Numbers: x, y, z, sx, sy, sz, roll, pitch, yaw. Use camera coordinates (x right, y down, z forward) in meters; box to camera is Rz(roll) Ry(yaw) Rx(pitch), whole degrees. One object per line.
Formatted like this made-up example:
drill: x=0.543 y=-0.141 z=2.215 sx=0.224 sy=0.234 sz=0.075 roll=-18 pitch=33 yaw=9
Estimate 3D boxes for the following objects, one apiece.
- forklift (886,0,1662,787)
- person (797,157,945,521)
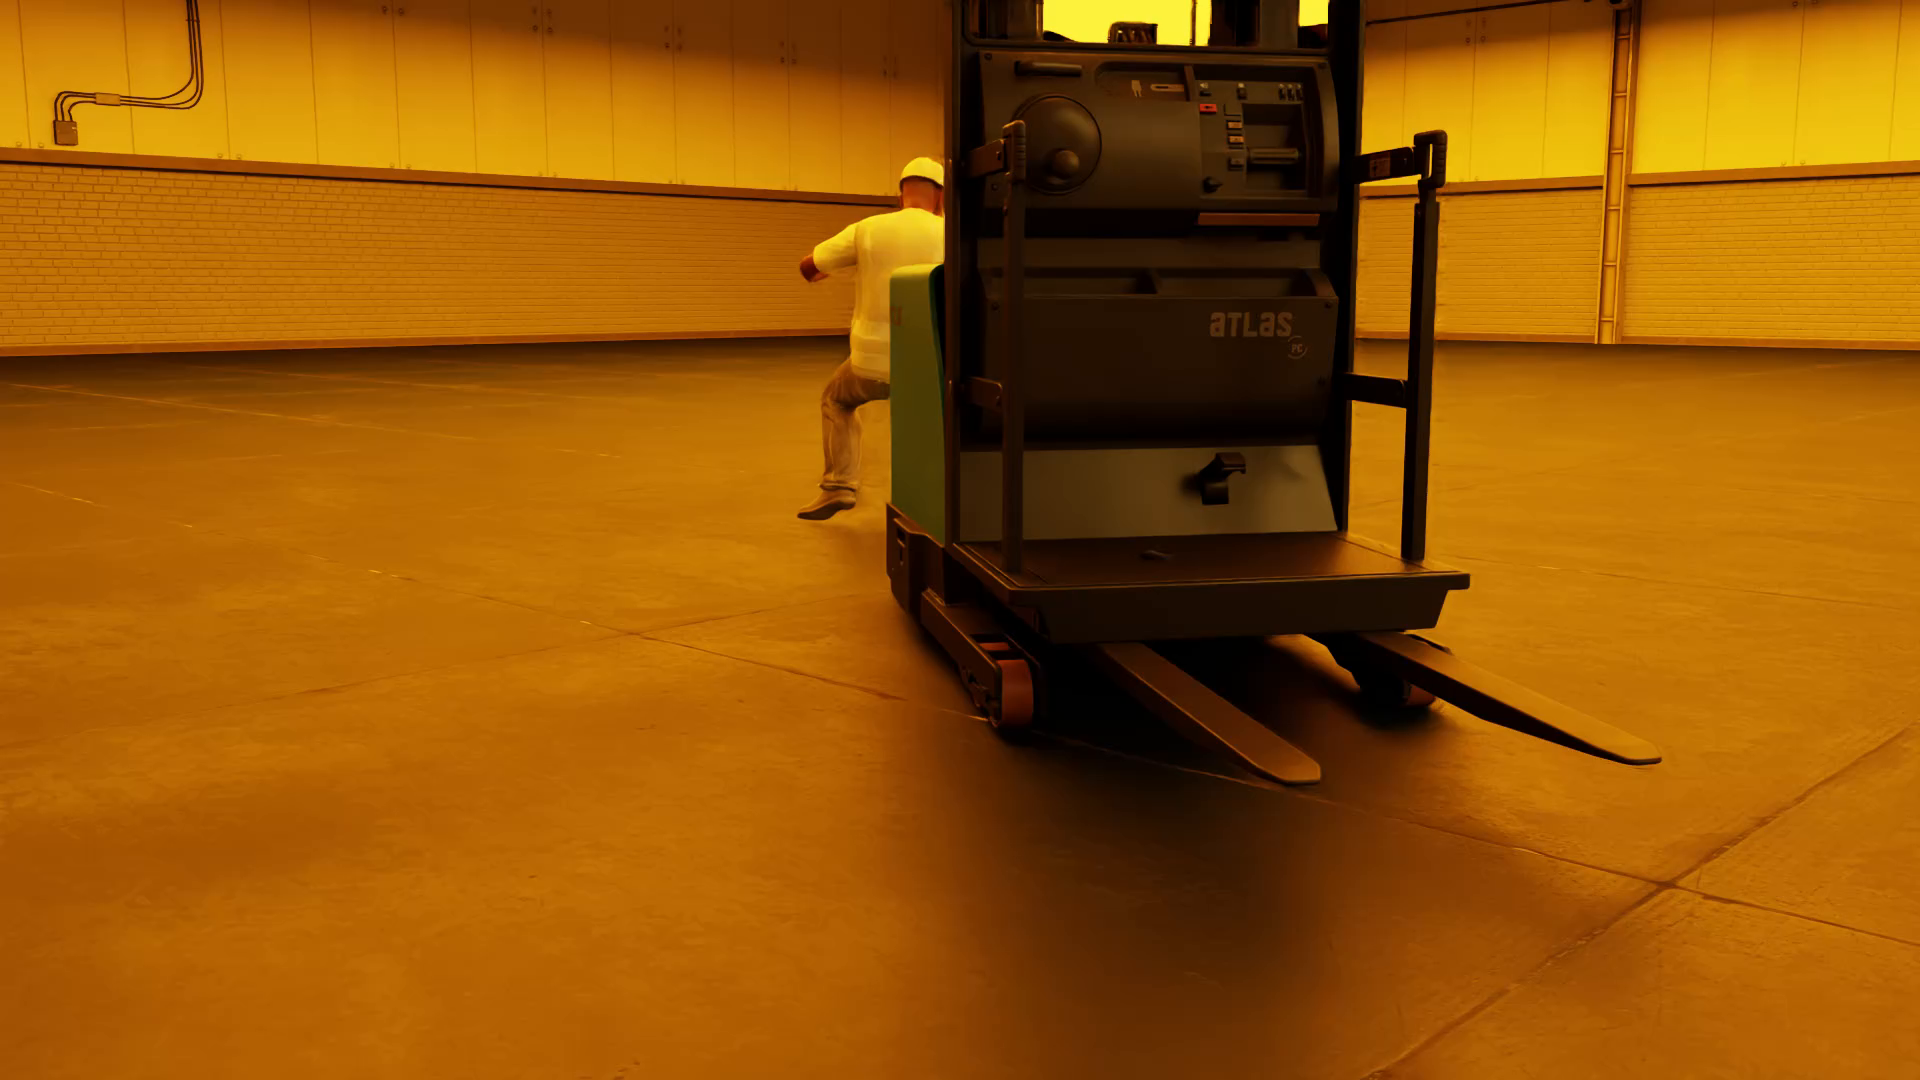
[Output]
forklift: x=0.551 y=-1.073 z=3.997 sx=1.130 sy=2.935 sz=3.031 roll=-2 pitch=9 yaw=-11
person: x=-0.193 y=-0.810 z=6.968 sx=1.072 sy=1.534 sz=0.756 roll=2 pitch=9 yaw=14
